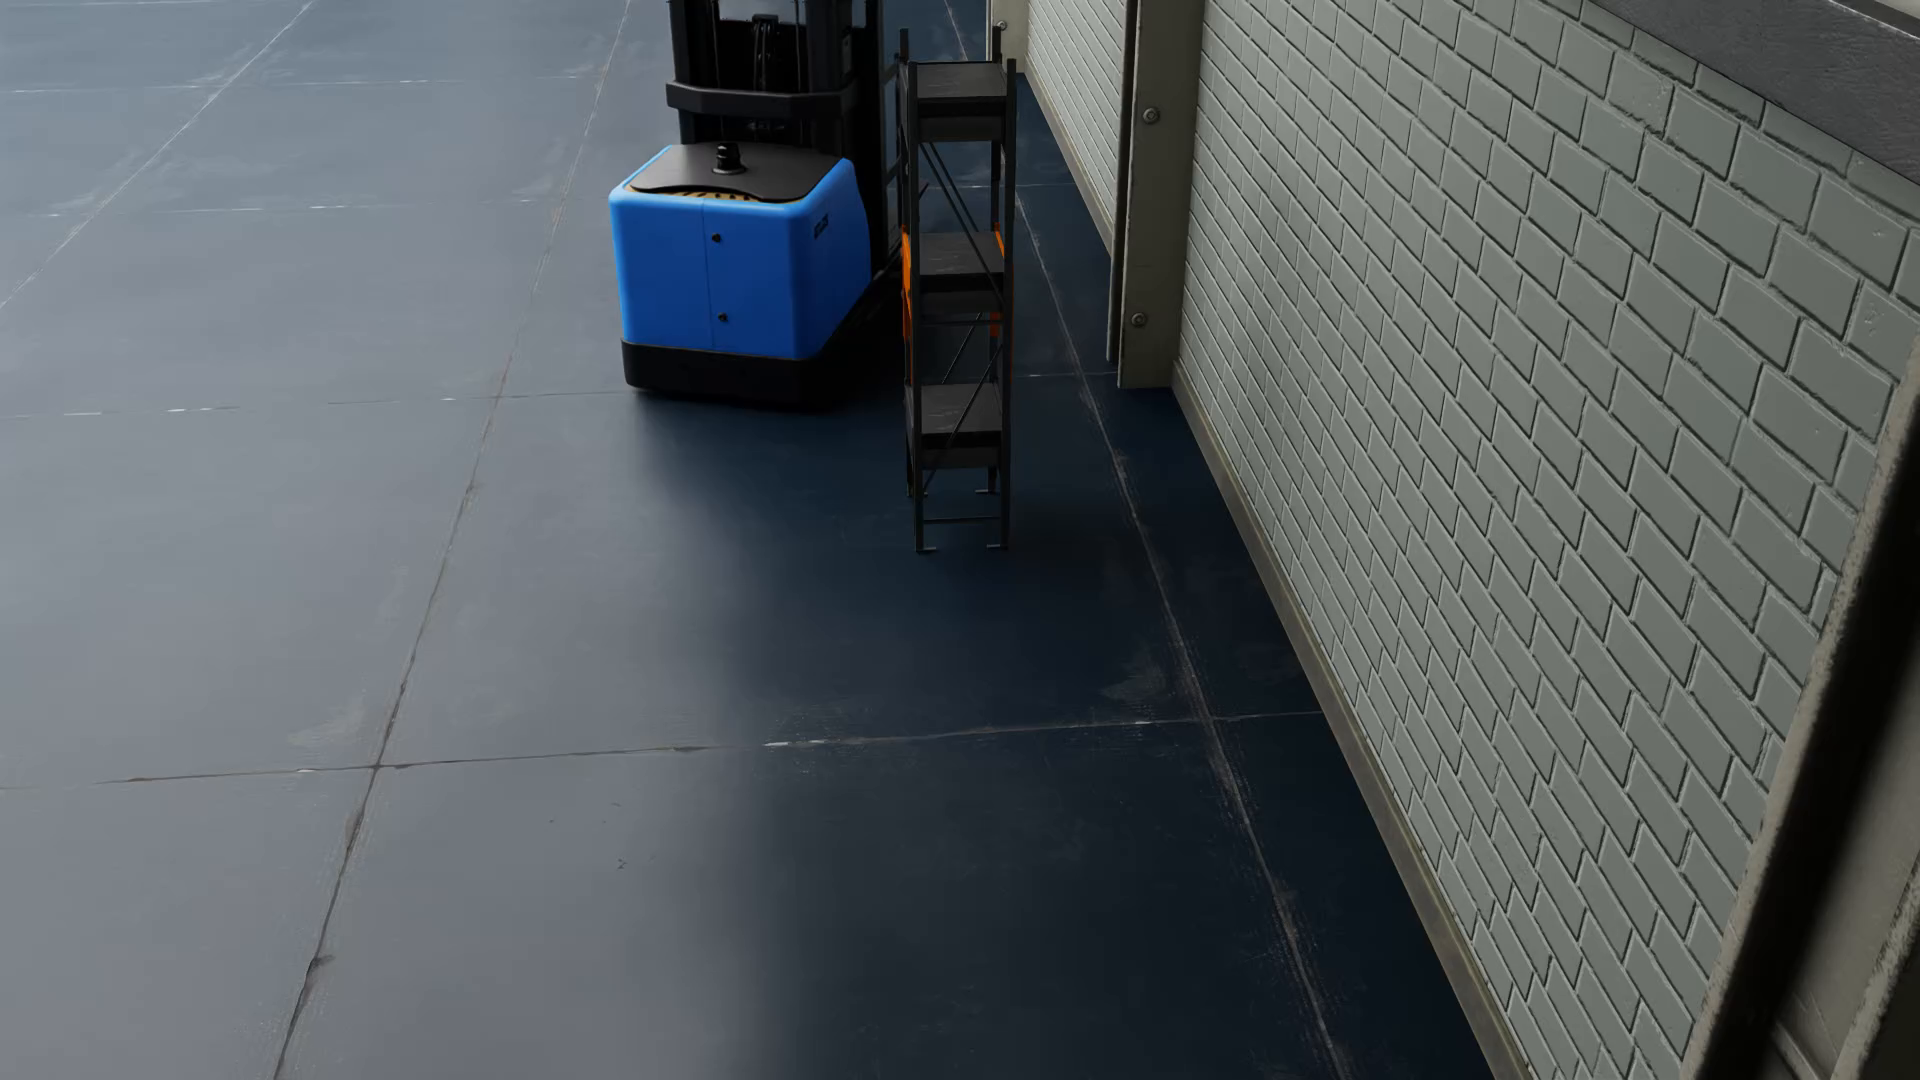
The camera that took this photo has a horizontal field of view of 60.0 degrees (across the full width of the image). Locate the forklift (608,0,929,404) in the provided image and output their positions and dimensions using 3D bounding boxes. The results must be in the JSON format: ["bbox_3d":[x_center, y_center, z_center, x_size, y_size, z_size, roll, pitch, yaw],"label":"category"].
[{"bbox_3d":[-0.873,-2.675,8.869,1.130,2.935,3.031,7,32,11],"label":"forklift"}]

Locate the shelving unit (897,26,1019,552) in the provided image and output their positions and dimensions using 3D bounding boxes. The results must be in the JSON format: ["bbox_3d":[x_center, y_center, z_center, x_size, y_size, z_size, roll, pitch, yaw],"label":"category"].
[{"bbox_3d":[-0.015,-0.986,6.853,0.431,2.100,0.503,-3,31,-5],"label":"shelving unit"}]

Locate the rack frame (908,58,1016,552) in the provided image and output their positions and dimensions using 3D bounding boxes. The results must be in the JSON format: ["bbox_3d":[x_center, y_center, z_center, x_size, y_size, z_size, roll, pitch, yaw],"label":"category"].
[{"bbox_3d":[0.007,-0.861,6.644,0.400,2.100,0.015,-3,31,-5],"label":"rack frame"}]

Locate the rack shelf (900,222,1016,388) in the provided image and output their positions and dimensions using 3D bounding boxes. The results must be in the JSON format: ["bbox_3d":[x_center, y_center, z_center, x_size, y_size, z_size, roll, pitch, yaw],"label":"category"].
[{"bbox_3d":[-0.015,-0.974,6.860,0.431,0.518,0.480,-3,31,-5],"label":"rack shelf"}]

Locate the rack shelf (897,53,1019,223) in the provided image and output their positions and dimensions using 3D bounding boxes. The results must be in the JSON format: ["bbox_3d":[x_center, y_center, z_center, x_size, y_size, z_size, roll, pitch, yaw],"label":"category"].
[{"bbox_3d":[-0.015,-1.575,6.501,0.431,0.518,0.480,-3,31,-5],"label":"rack shelf"}]

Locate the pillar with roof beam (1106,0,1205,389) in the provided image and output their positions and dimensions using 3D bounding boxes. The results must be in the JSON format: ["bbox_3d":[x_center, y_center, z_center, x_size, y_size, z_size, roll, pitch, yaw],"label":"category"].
[{"bbox_3d":[-3.332,-4.543,6.081,9.100,9.000,0.400,-3,31,-5],"label":"pillar with roof beam"}]

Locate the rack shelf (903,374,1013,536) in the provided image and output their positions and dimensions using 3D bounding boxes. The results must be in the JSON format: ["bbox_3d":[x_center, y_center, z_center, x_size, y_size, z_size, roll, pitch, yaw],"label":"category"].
[{"bbox_3d":[-0.015,-0.373,7.219,0.431,0.518,0.480,-3,31,-5],"label":"rack shelf"}]

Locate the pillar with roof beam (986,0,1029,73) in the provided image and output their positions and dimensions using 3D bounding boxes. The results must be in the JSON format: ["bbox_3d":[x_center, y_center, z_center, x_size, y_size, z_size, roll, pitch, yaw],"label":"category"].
[{"bbox_3d":[-3.893,-7.607,11.210,9.100,9.000,0.400,-3,31,-5],"label":"pillar with roof beam"}]

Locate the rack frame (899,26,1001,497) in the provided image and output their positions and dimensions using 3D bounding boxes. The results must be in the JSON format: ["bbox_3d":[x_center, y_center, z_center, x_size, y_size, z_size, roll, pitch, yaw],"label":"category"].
[{"bbox_3d":[-0.038,-1.111,7.062,0.400,2.100,0.015,-3,31,-5],"label":"rack frame"}]
